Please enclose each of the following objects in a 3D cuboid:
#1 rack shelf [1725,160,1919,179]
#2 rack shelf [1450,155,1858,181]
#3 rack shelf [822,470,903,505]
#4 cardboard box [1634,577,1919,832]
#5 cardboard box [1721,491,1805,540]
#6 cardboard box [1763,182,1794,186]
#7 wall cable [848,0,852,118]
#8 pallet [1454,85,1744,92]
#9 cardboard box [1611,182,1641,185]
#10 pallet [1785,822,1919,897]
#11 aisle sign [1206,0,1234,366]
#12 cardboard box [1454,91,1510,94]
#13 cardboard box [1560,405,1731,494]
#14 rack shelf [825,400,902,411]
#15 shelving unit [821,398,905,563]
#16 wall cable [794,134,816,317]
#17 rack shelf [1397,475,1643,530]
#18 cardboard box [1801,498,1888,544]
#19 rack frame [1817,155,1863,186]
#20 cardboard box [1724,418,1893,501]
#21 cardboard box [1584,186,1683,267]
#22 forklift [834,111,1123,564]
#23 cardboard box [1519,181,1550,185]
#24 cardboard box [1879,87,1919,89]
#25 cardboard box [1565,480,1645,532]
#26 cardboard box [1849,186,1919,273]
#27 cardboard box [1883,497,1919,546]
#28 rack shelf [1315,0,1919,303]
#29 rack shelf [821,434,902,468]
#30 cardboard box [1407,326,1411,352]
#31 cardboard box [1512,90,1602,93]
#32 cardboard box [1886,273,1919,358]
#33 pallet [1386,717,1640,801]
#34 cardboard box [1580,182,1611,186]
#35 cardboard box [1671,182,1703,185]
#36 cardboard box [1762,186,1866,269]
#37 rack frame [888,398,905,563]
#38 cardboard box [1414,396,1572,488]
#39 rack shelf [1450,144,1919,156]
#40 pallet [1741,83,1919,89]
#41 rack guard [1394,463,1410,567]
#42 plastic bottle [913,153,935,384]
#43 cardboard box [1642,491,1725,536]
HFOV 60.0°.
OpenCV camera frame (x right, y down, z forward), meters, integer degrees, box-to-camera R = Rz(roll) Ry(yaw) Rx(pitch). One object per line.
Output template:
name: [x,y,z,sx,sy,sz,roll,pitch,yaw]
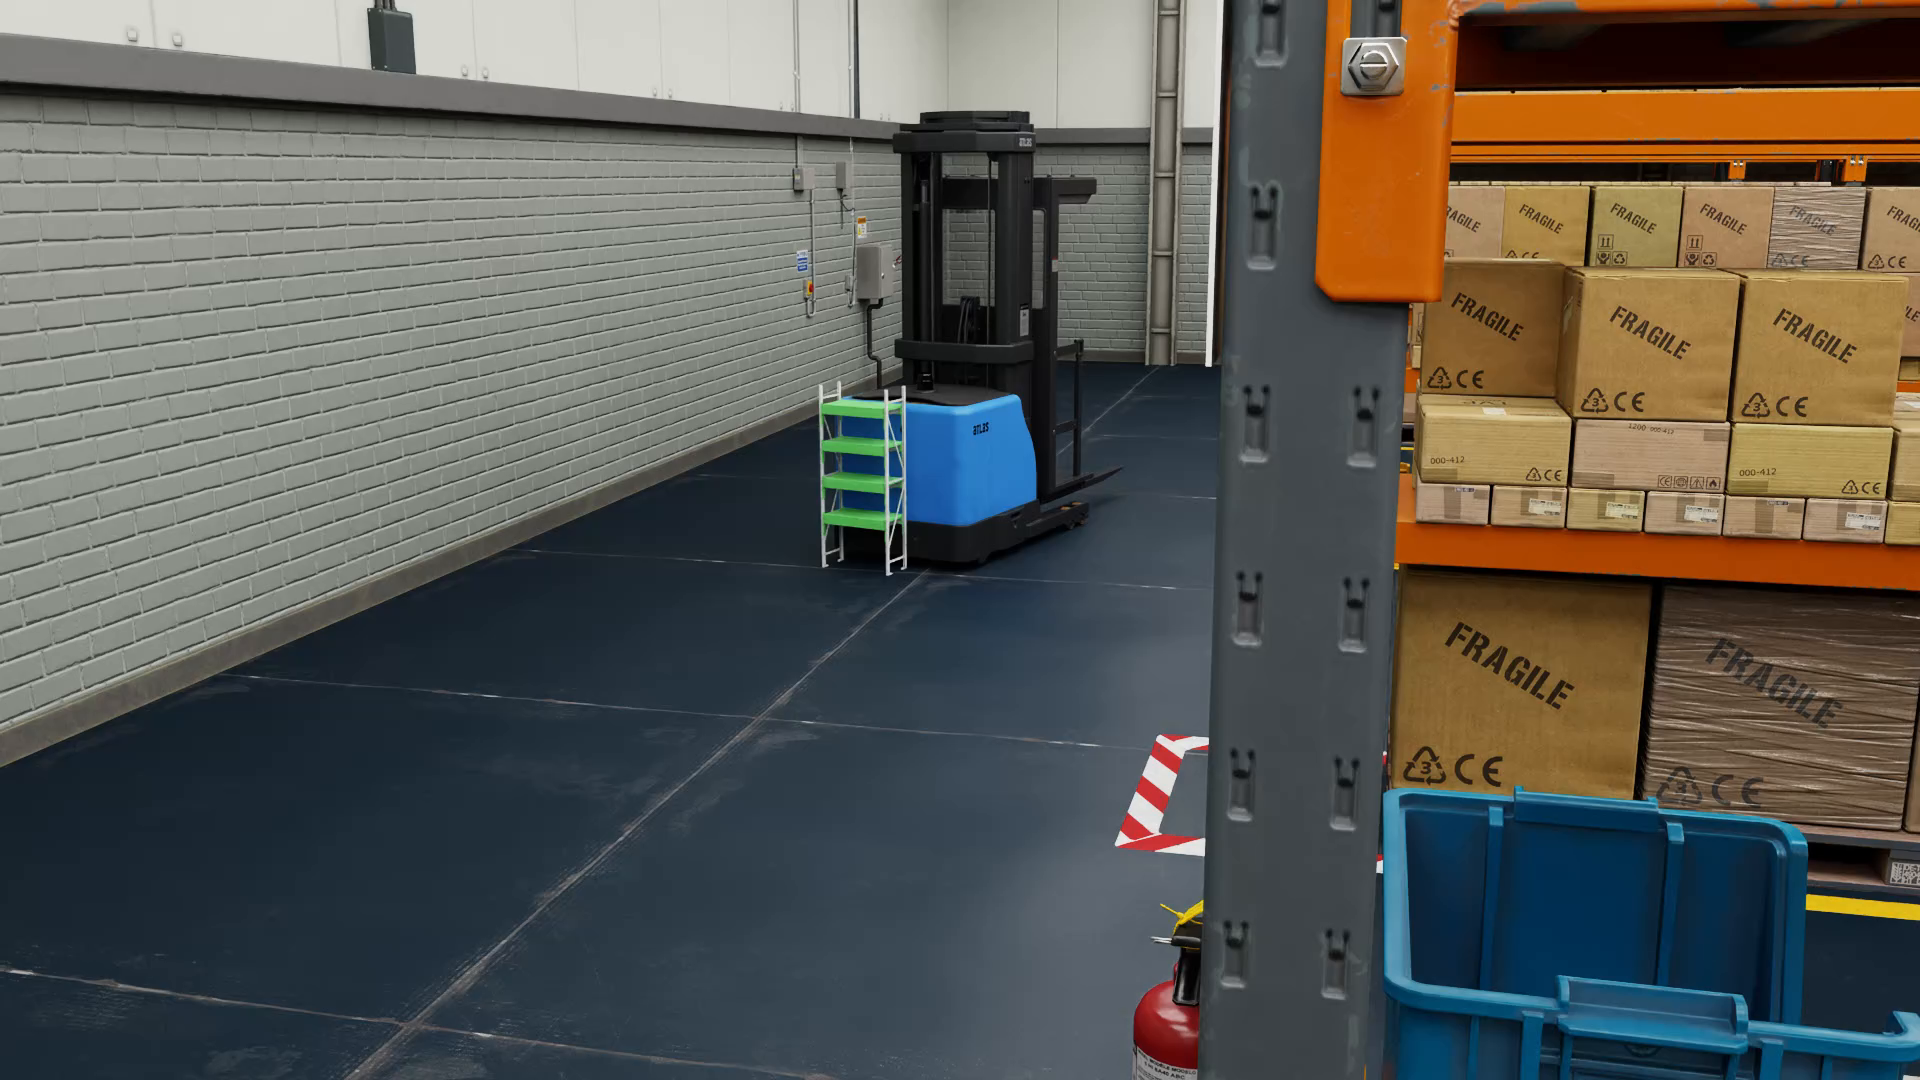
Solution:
rack shelf: [10.936,-4.310,18.969,4.000,0.370,1.077,3,13,14]
rack shelf: [5.867,-3.473,15.199,4.000,0.370,1.077,3,13,14]
rack shelf: [-0.627,-0.341,10.794,0.480,0.148,0.258,7,14,28]
cardboard box: [3.075,0.516,6.419,0.875,0.875,0.875,3,13,14]
cardboard box: [2.815,-0.117,5.914,0.250,0.149,0.380,3,13,12]
cardboard box: [7.204,-3.096,14.724,0.250,0.149,0.380,3,13,15]
wall cable: [-1.482,-5.787,17.040,0.029,3.000,2.355,3,13,14]
pallet: [2.274,-1.765,6.042,1.213,0.211,1.003,3,13,14]
cardboard box: [5.965,-3.148,14.961,0.250,0.149,0.380,3,13,14]
pallet: [3.527,1.070,6.423,1.213,0.211,1.003,3,13,14]
aisle sign: [0.223,-0.549,1.280,0.004,0.787,0.394,3,13,14]
cardboard box: [3.212,-2.732,10.543,0.500,0.250,0.500,4,13,16]
cardboard box: [2.459,-0.345,6.021,0.500,0.250,0.500,3,13,13]
rack shelf: [-0.627,-0.861,10.678,0.457,0.021,0.221,7,14,28]
shelving unit: [-0.624,-0.403,10.778,0.487,1.046,0.258,7,14,28]
wall cable: [-1.555,-3.263,17.097,0.123,1.953,0.585,3,13,14]
rack shelf: [3.493,-0.055,6.102,3.809,0.052,0.919,3,13,14]
cardboard box: [3.065,-0.103,5.854,0.250,0.149,0.380,3,13,13]
rack frame: [7.809,-2.256,14.978,0.127,3.000,1.000,3,13,14]
cardboard box: [2.946,-0.318,5.901,0.500,0.250,0.500,3,13,12]
cardboard box: [4.201,-1.964,10.436,0.500,0.500,0.500,3,13,12]
forklift: [0.296,-1.550,11.951,1.130,2.935,3.031,7,14,28]
cardboard box: [5.228,-3.192,15.160,0.250,0.149,0.380,3,13,14]
cardboard box: [5.698,-2.598,9.941,0.500,0.250,0.500,3,13,13]
cardboard box: [2.315,-0.143,6.034,0.250,0.149,0.380,3,13,12]
cardboard box: [5.697,-1.886,10.081,0.500,0.500,0.500,3,13,12]
cardboard box: [3.310,-0.090,5.794,0.250,0.149,0.380,3,13,12]
rack shelf: [2.306,-0.348,1.112,4.000,0.370,1.077,3,13,14]
rack shelf: [-0.627,-0.575,10.742,0.480,0.148,0.258,7,14,28]
cardboard box: [5.682,-2.443,20.612,0.637,0.503,0.797,3,13,11]
cardboard box: [3.722,-2.704,10.415,0.500,0.250,0.500,3,13,15]
cardboard box: [5.680,-1.397,10.188,0.500,0.500,0.500,3,13,12]
pallet: [2.346,1.006,6.710,1.213,0.211,1.003,3,13,14]
cardboard box: [5.699,-3.152,14.976,0.250,0.149,0.380,3,13,12]
cardboard box: [6.462,-3.125,14.858,0.250,0.149,0.380,3,13,13]
cardboard box: [5.203,-1.915,10.214,0.500,0.500,0.500,3,13,15]
rack frame: [-0.412,-0.378,10.668,0.006,1.046,0.228,7,14,28]
cardboard box: [1.952,-0.370,6.137,0.500,0.250,0.500,3,13,12]
rack shelf: [4.779,-2.427,10.484,4.000,0.370,1.077,3,13,14]
pallet: [3.462,-1.702,5.759,1.213,0.211,1.003,3,13,14]
rack guard: [2.911,-0.193,11.451,0.348,0.500,1.175,3,13,14]
plastic bottle: [7.178,-1.269,10.530,15.095,2.616,20.093,3,13,14]
cardboard box: [2.568,-0.130,5.974,0.250,0.149,0.380,3,13,13]
